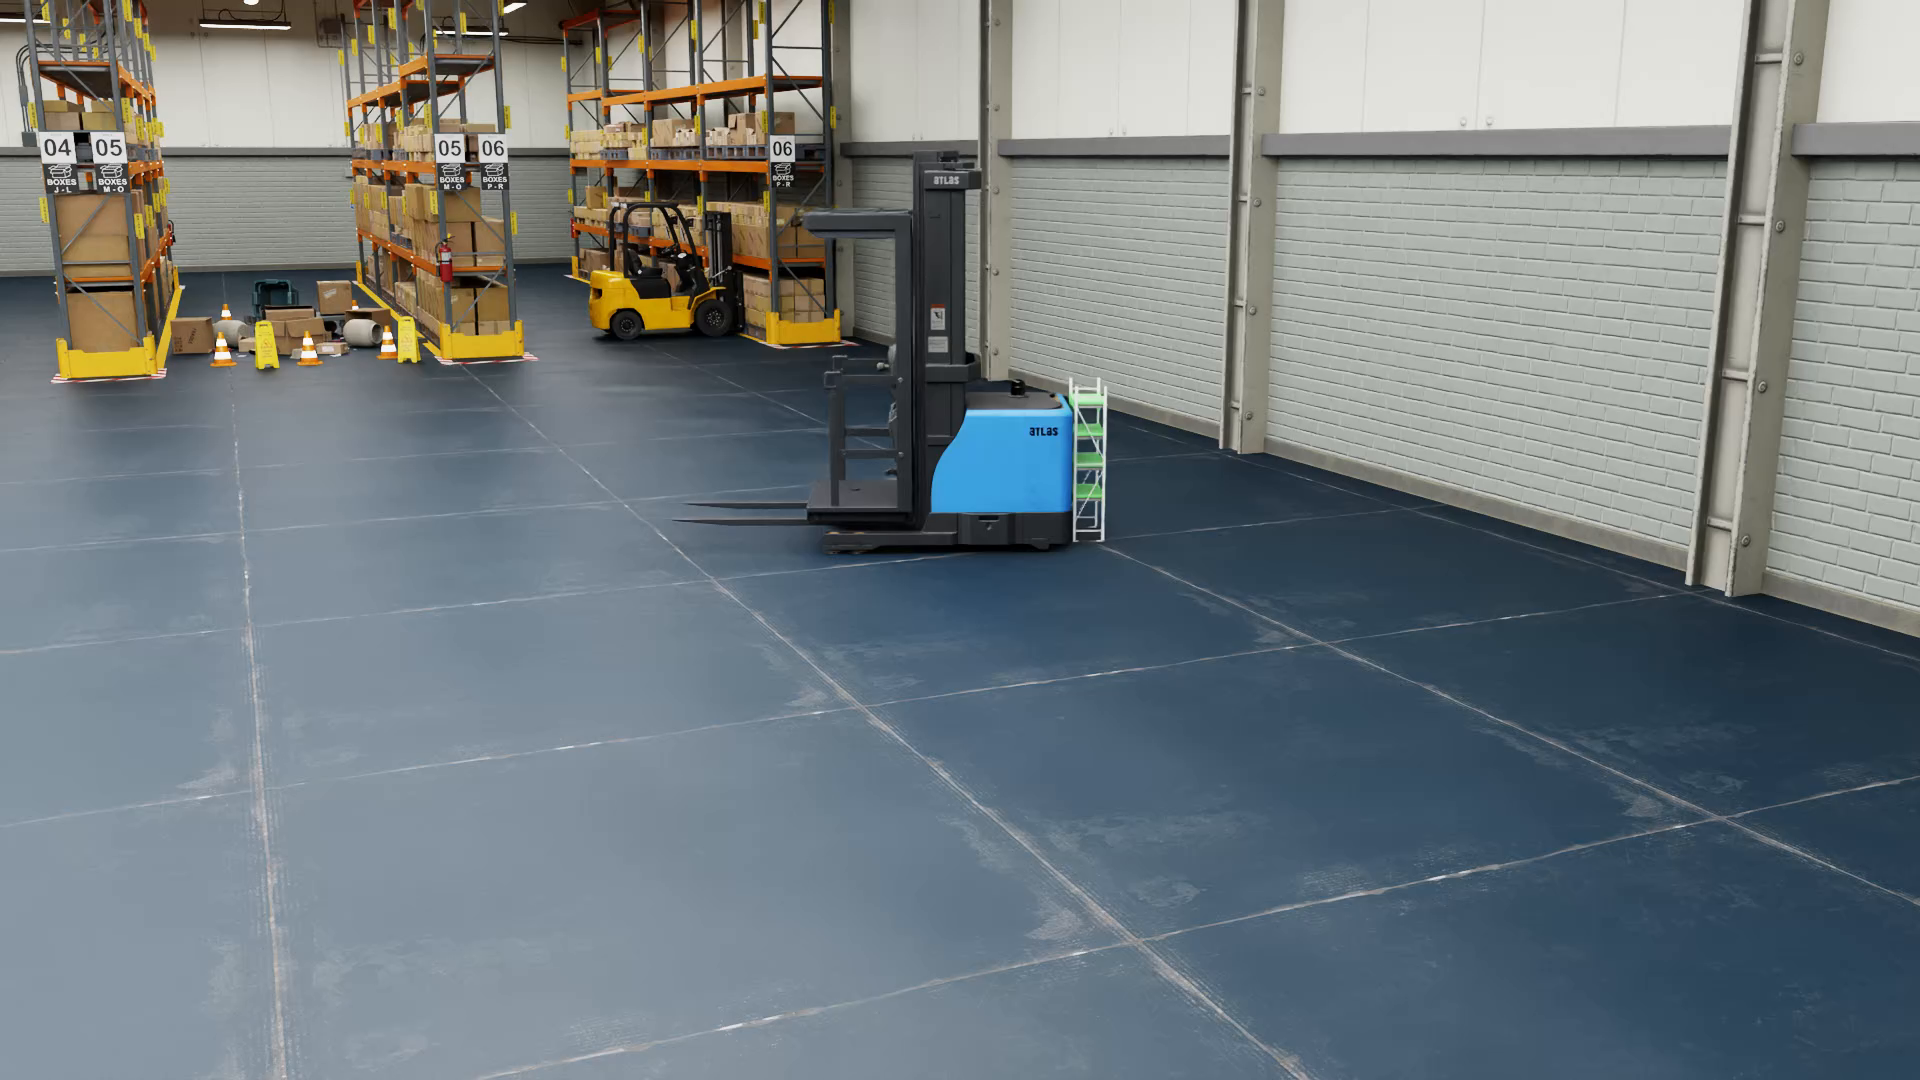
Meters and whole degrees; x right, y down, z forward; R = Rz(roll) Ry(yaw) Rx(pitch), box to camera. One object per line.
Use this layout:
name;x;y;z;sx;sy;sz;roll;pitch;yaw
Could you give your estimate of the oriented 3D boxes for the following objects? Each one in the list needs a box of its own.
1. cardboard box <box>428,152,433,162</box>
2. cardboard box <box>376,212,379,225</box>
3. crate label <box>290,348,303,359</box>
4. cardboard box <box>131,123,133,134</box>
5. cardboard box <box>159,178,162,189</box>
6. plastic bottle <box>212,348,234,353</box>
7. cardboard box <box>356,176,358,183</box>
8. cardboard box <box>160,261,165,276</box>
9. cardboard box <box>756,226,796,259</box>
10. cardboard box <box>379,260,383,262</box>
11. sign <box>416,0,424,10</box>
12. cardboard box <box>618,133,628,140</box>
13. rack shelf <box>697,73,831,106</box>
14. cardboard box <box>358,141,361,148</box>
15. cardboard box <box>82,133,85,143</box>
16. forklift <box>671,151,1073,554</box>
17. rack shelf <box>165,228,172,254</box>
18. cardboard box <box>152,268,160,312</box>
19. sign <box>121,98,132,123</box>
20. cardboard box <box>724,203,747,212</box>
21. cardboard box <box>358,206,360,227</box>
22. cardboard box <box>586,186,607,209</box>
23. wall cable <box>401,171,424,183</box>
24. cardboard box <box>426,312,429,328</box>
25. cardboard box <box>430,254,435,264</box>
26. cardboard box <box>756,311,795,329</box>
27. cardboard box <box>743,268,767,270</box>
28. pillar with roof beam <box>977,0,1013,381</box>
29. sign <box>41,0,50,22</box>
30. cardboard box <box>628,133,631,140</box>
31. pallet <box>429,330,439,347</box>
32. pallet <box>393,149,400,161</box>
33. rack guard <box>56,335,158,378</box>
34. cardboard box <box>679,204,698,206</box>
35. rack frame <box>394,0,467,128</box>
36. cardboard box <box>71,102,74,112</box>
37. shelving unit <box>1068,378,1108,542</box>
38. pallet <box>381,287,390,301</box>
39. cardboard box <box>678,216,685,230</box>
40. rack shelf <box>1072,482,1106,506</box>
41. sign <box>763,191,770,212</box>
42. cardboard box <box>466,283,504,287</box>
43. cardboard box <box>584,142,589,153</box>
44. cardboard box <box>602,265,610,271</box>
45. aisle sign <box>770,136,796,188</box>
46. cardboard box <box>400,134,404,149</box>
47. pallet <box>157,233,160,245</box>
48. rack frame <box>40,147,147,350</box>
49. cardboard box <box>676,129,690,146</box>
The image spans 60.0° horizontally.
cardboard box;-7.575;-5.612;24.371;0.380;0.149;0.250;-6;14;-23
cardboard box;-11.318;-6.393;33.066;0.500;0.250;0.500;-6;14;-25
crate label;-9.653;-2.740;24.406;0.298;0.136;0.250;9;16;35
cardboard box;-12.310;-6.035;24.159;0.500;0.250;0.500;-6;14;-23
cardboard box;-16.700;-7.196;34.211;0.500;0.500;0.500;-5;14;-22
plastic bottle;-11.118;-2.860;25.090;0.283;0.061;0.133;-12;18;-42
cardboard box;-13.397;-8.124;37.440;0.380;0.149;0.250;-5;14;-21
cardboard box;-15.190;-5.086;31.141;0.500;0.250;0.500;-6;14;-23
cardboard box;-2.937;-4.752;26.528;0.500;0.500;0.500;-6;14;-24
cardboard box;-12.365;-5.936;36.617;0.875;0.438;0.875;-6;14;-25
sign;-7.563;-7.585;23.264;0.100;0.325;0.005;-6;14;-23
cardboard box;-6.918;-8.428;34.723;0.380;0.149;0.250;-6;14;-23
rack shelf;-3.300;-7.416;27.438;1.077;0.370;4.000;-6;14;-23
cardboard box;-13.230;-8.829;37.115;0.380;0.149;0.250;-5;14;-21
cardboard box;-12.900;-5.811;24.077;0.380;0.149;0.250;-6;14;-24
forklift;-0.672;-1.443;12.606;3.031;2.935;1.130;0;13;-1
rack shelf;-17.149;-6.250;34.818;1.077;0.370;4.000;-6;14;-23
cardboard box;-14.584;-4.336;29.009;1.050;0.750;0.750;-6;14;-24
sign;-11.030;-5.683;22.006;0.100;0.325;0.005;-6;14;-23
cardboard box;-3.810;-5.657;28.341;0.380;0.149;0.250;-6;14;-24
cardboard box;-13.298;-7.304;37.552;0.500;0.500;0.500;-6;14;-24
cardboard box;-8.372;-7.940;38.535;0.500;0.500;0.500;-5;14;-22
wall cable;-14.440;-9.270;44.018;0.588;1.984;0.122;-6;14;-23
cardboard box;-8.220;-3.503;26.519;0.500;0.250;0.500;-6;14;-24
cardboard box;-7.809;-4.260;25.179;0.380;0.149;0.250;-5;14;-22
cardboard box;-2.977;-3.559;26.761;0.500;0.250;0.500;-6;14;-23
cardboard box;-3.510;-4.616;29.113;0.500;0.250;0.500;-6;14;-24
pillar with roof beam;-3.493;-6.145;19.463;9.100;9.000;0.400;-6;14;-23
sign;-13.636;-7.900;24.798;0.100;0.325;0.005;-6;14;-23
cardboard box;-6.633;-8.318;34.294;0.380;0.149;0.250;-6;14;-23
pallet;-7.854;-3.256;26.471;1.003;0.211;1.213;-6;14;-23
pallet;-9.216;-6.724;29.033;1.213;0.211;1.003;-6;14;-23
rack guard;-11.531;-2.486;22.500;1.175;0.500;0.348;-6;14;-23
cardboard box;-5.388;-6.594;33.048;0.380;0.149;0.250;-5;14;-21
rack frame;-8.648;-7.925;27.156;1.000;3.000;0.127;-6;14;-23
cardboard box;-12.293;-5.886;22.633;0.380;0.149;0.250;-5;14;-22
shelving unit;0.985;-0.630;12.931;0.258;1.200;0.503;0;13;-1
pallet;-11.475;-5.144;34.629;1.003;0.211;1.213;-6;14;-23
cardboard box;-4.945;-5.912;30.987;0.500;0.250;0.500;-5;14;-22
rack shelf;0.985;-0.334;12.999;0.258;0.148;0.480;0;13;-1
sign;-3.002;-5.259;25.846;0.100;0.325;0.005;-6;14;-23
cardboard box;-7.339;-3.711;25.754;0.500;0.500;0.500;-6;14;-25
cardboard box;-8.337;-9.033;38.267;0.500;0.250;0.500;-6;14;-24
cardboard box;-7.942;-6.140;37.877;0.396;0.266;0.258;-5;14;-21
aisle sign;-2.742;-5.852;25.736;0.394;0.787;0.004;-6;14;-23
cardboard box;-9.416;-6.914;28.838;0.500;0.250;0.500;-5;14;-22
pallet;-15.129;-5.405;29.998;1.213;0.211;1.003;-6;14;-23
rack frame;-11.541;-3.708;22.240;1.000;3.000;0.127;-6;14;-23
cardboard box;-4.922;-7.409;30.623;0.500;0.311;0.500;-6;14;-25
